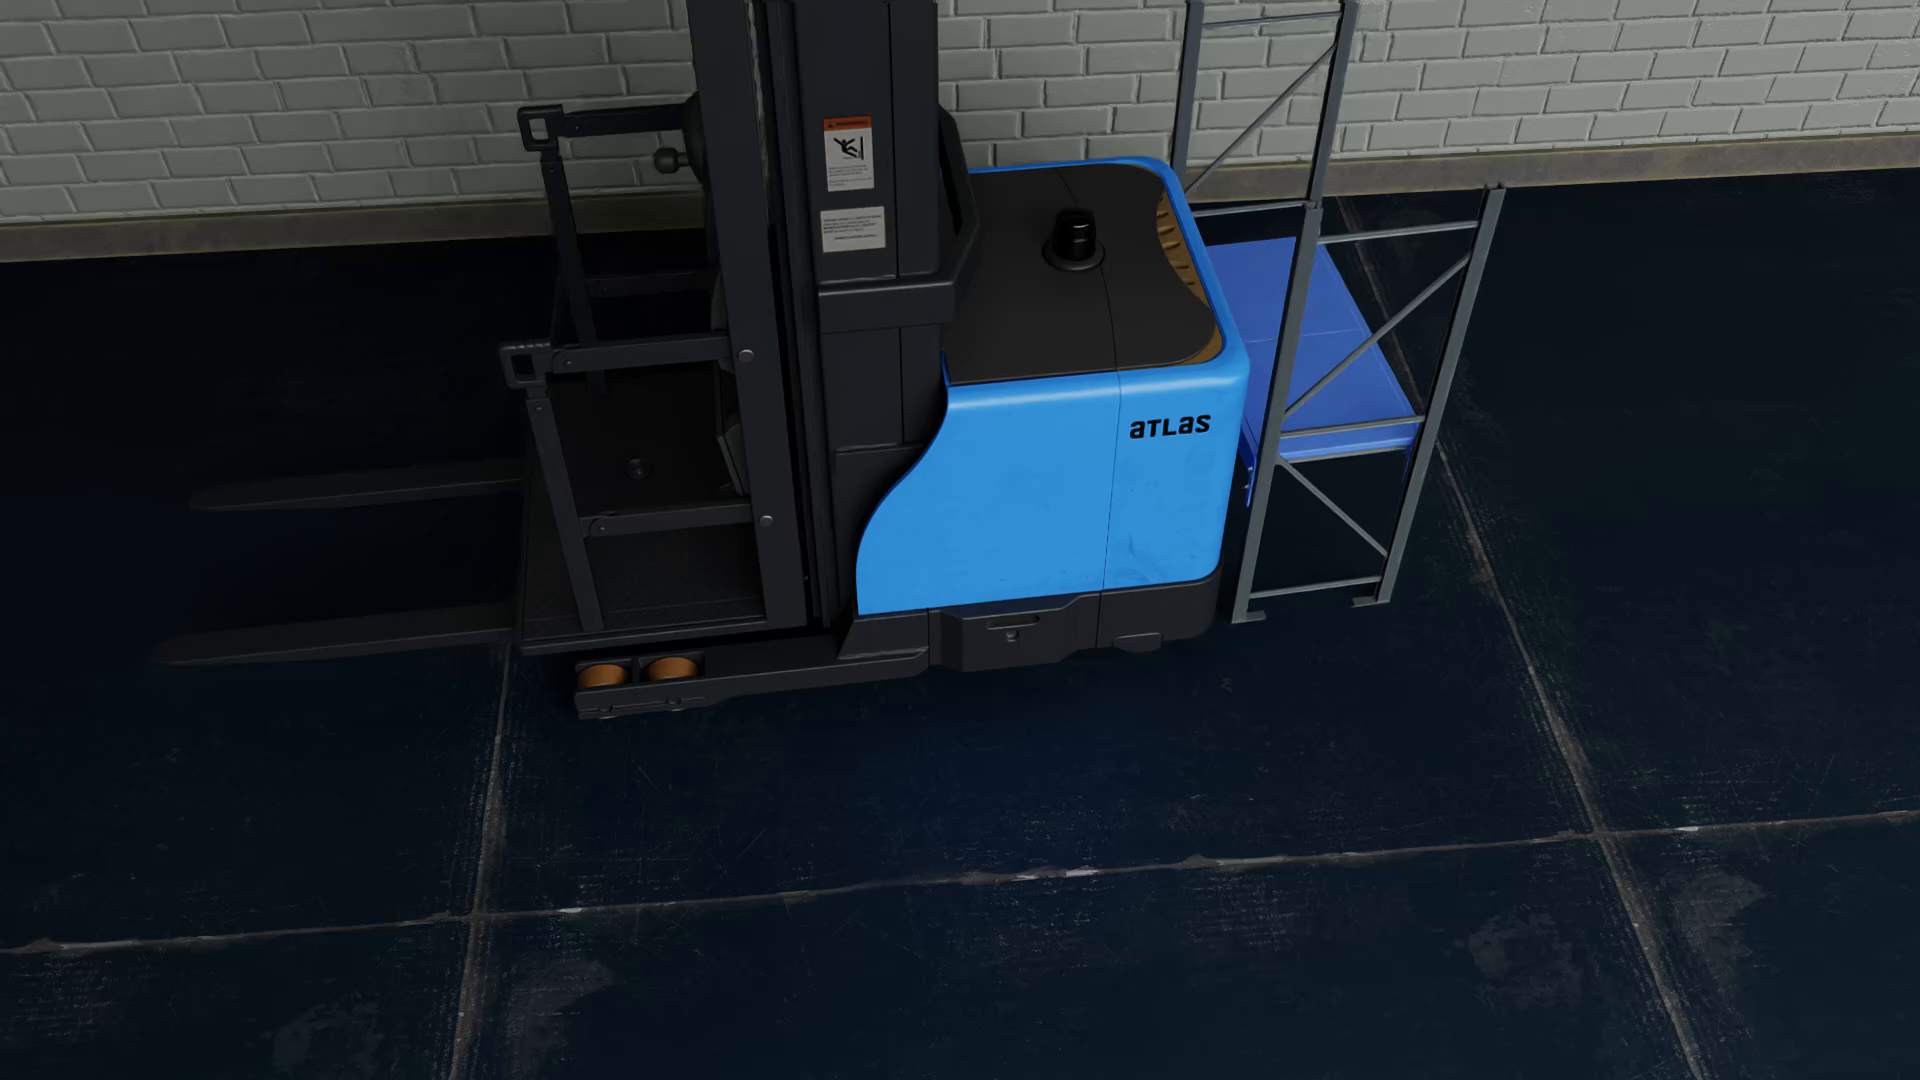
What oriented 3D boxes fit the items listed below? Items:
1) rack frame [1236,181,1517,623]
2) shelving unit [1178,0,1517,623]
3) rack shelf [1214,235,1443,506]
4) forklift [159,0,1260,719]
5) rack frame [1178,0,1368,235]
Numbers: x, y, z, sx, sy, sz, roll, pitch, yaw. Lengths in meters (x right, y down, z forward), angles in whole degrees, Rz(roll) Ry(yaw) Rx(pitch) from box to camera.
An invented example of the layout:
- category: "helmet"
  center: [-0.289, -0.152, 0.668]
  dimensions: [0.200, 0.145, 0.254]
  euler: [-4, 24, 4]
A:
- category: "rack frame"
  center: [1.085, -0.307, 4.508]
  dimensions: [0.500, 1.500, 0.032]
  euler: [-7, 47, -7]
- category: "shelving unit"
  center: [0.997, -0.670, 4.852]
  dimensions: [0.538, 1.500, 1.048]
  euler: [-7, 47, -7]
- category: "rack shelf"
  center: [0.997, -0.547, 4.982]
  dimensions: [0.538, 0.185, 1.000]
  euler: [-7, 47, -7]
- category: "forklift"
  center: [-0.777, -0.910, 4.093]
  dimensions: [3.031, 2.935, 1.130]
  euler: [-6, 47, -5]
- category: "rack frame"
  center: [0.909, -1.034, 5.196]
  dimensions: [0.500, 1.500, 0.032]
  euler: [-7, 47, -7]
